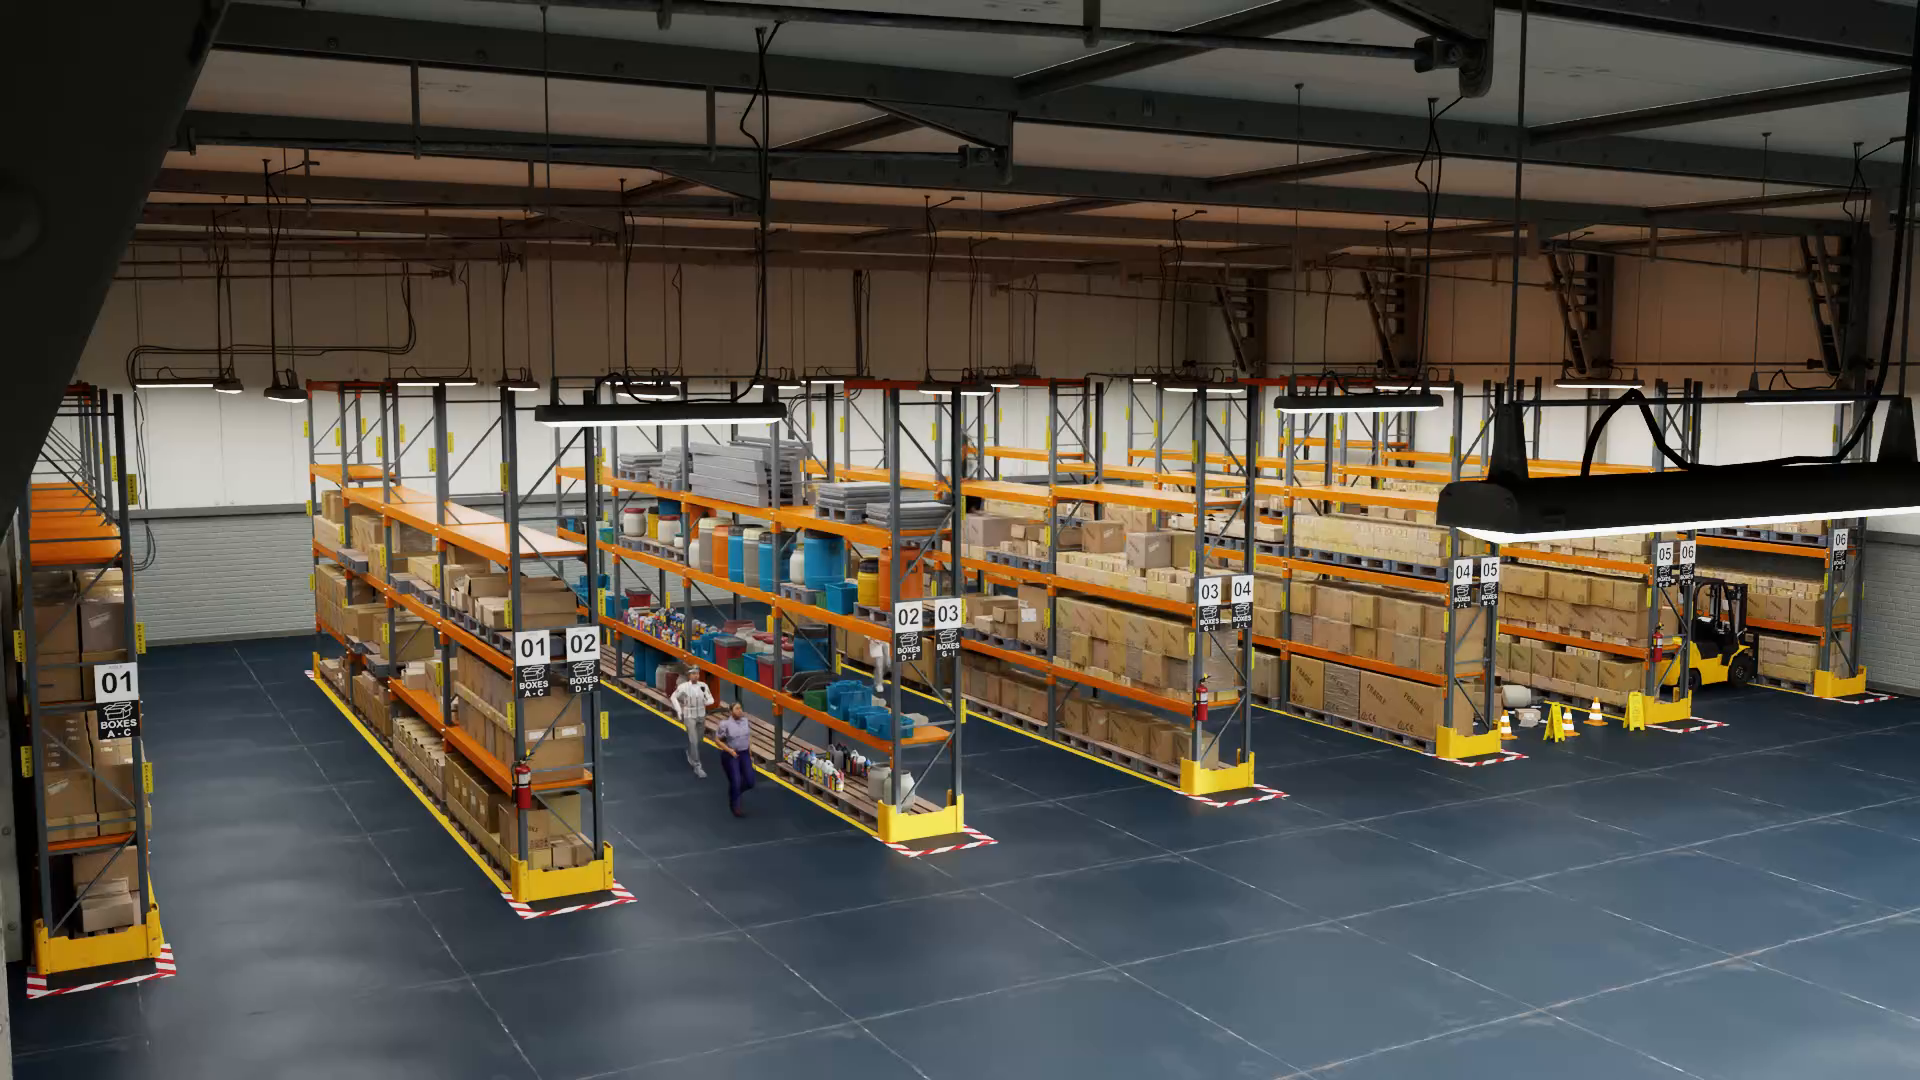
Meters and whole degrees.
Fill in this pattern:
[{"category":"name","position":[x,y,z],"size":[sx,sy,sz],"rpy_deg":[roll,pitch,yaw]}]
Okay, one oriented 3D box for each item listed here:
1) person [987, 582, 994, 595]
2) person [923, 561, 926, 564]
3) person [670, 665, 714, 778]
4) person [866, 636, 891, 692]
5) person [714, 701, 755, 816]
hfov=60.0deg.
[{"category":"person","position":[0.790,0.956,42.557],"size":[0.534,1.717,0.660],"rpy_deg":[-4,7,-33]},{"category":"person","position":[-0.979,1.272,40.466],"size":[0.569,1.523,0.481],"rpy_deg":[1,6,10]},{"category":"person","position":[-4.092,2.743,25.645],"size":[0.611,1.682,0.921],"rpy_deg":[-4,7,-32]},{"category":"person","position":[-1.463,1.916,30.707],"size":[0.746,1.751,0.600],"rpy_deg":[-3,7,-27]},{"category":"person","position":[-3.150,3.054,23.338],"size":[0.611,1.612,0.545],"rpy_deg":[-5,8,-37]}]
